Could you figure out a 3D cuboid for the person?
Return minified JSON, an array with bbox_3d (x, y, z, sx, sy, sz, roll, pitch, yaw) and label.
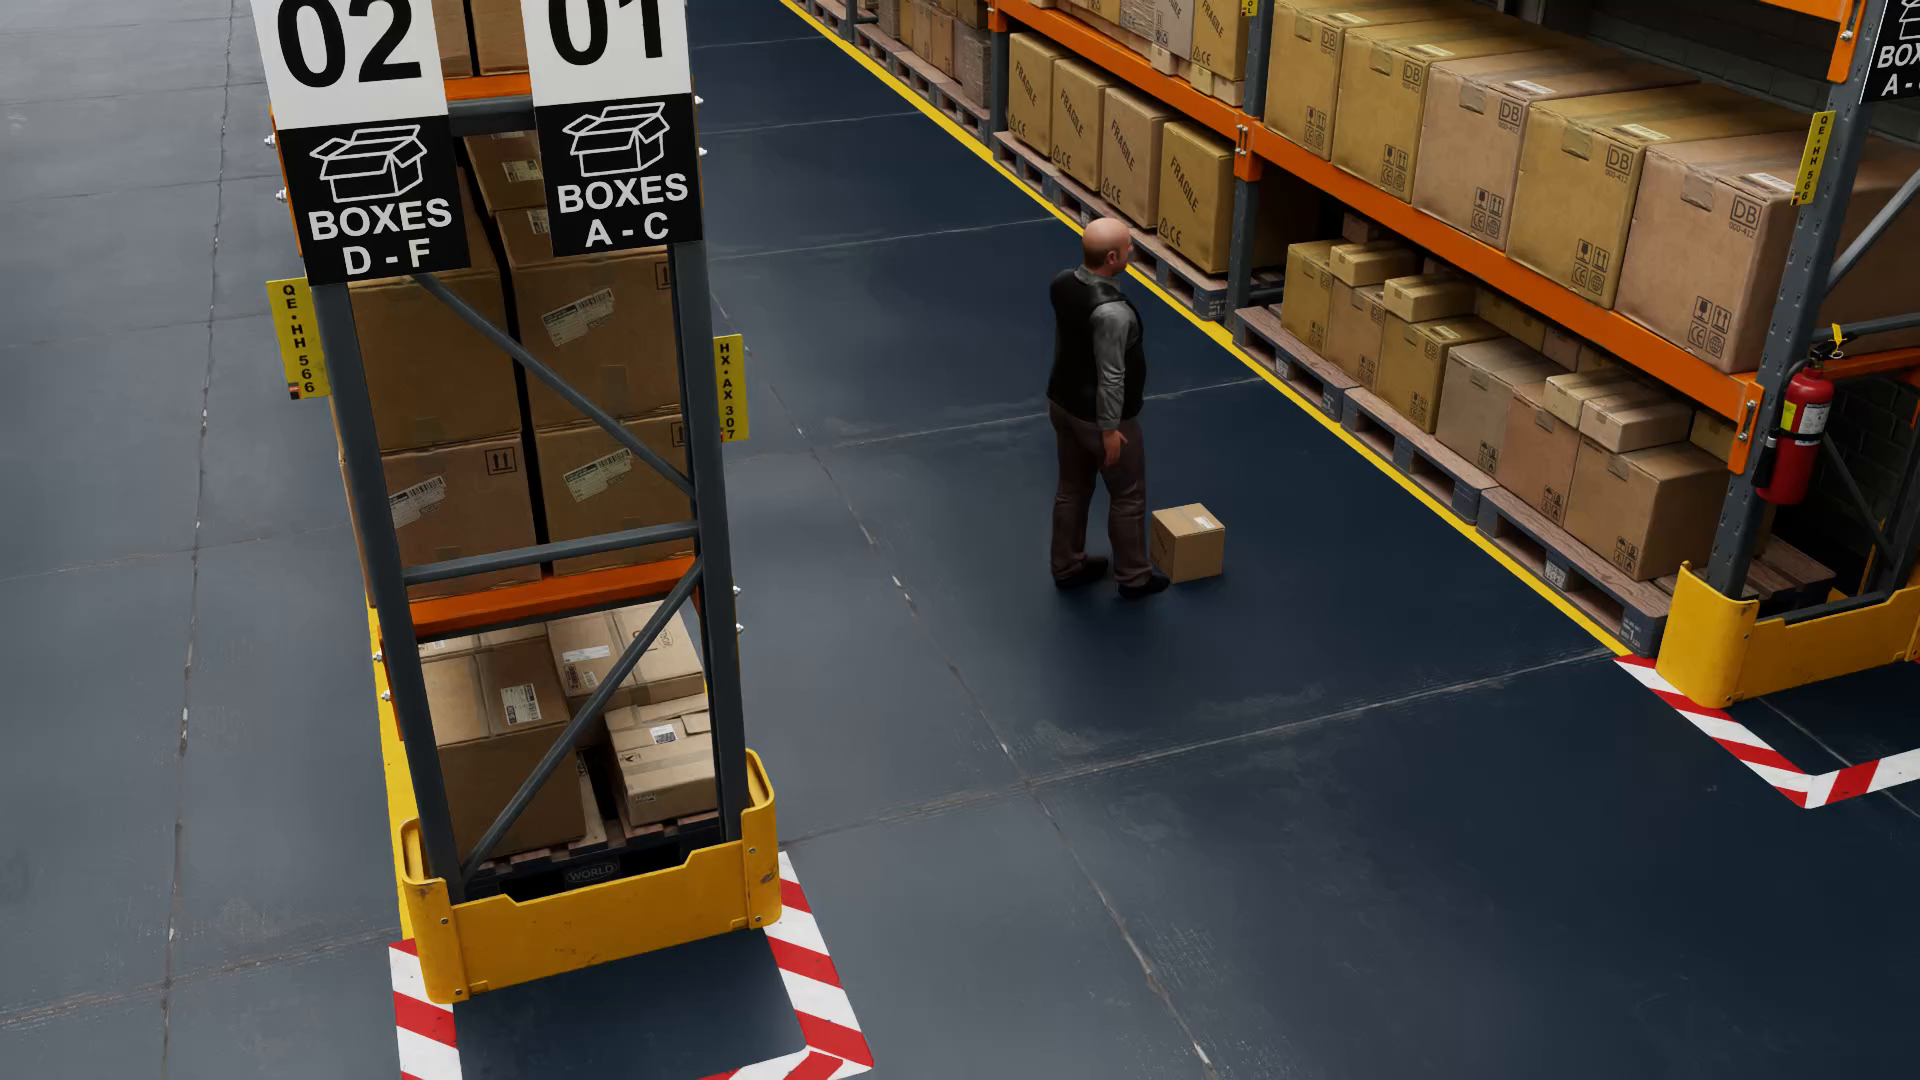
[{"bbox_3d":[0.644,-0.562,7.162,0.526,1.755,0.565,-16,33,-26],"label":"person"}]
